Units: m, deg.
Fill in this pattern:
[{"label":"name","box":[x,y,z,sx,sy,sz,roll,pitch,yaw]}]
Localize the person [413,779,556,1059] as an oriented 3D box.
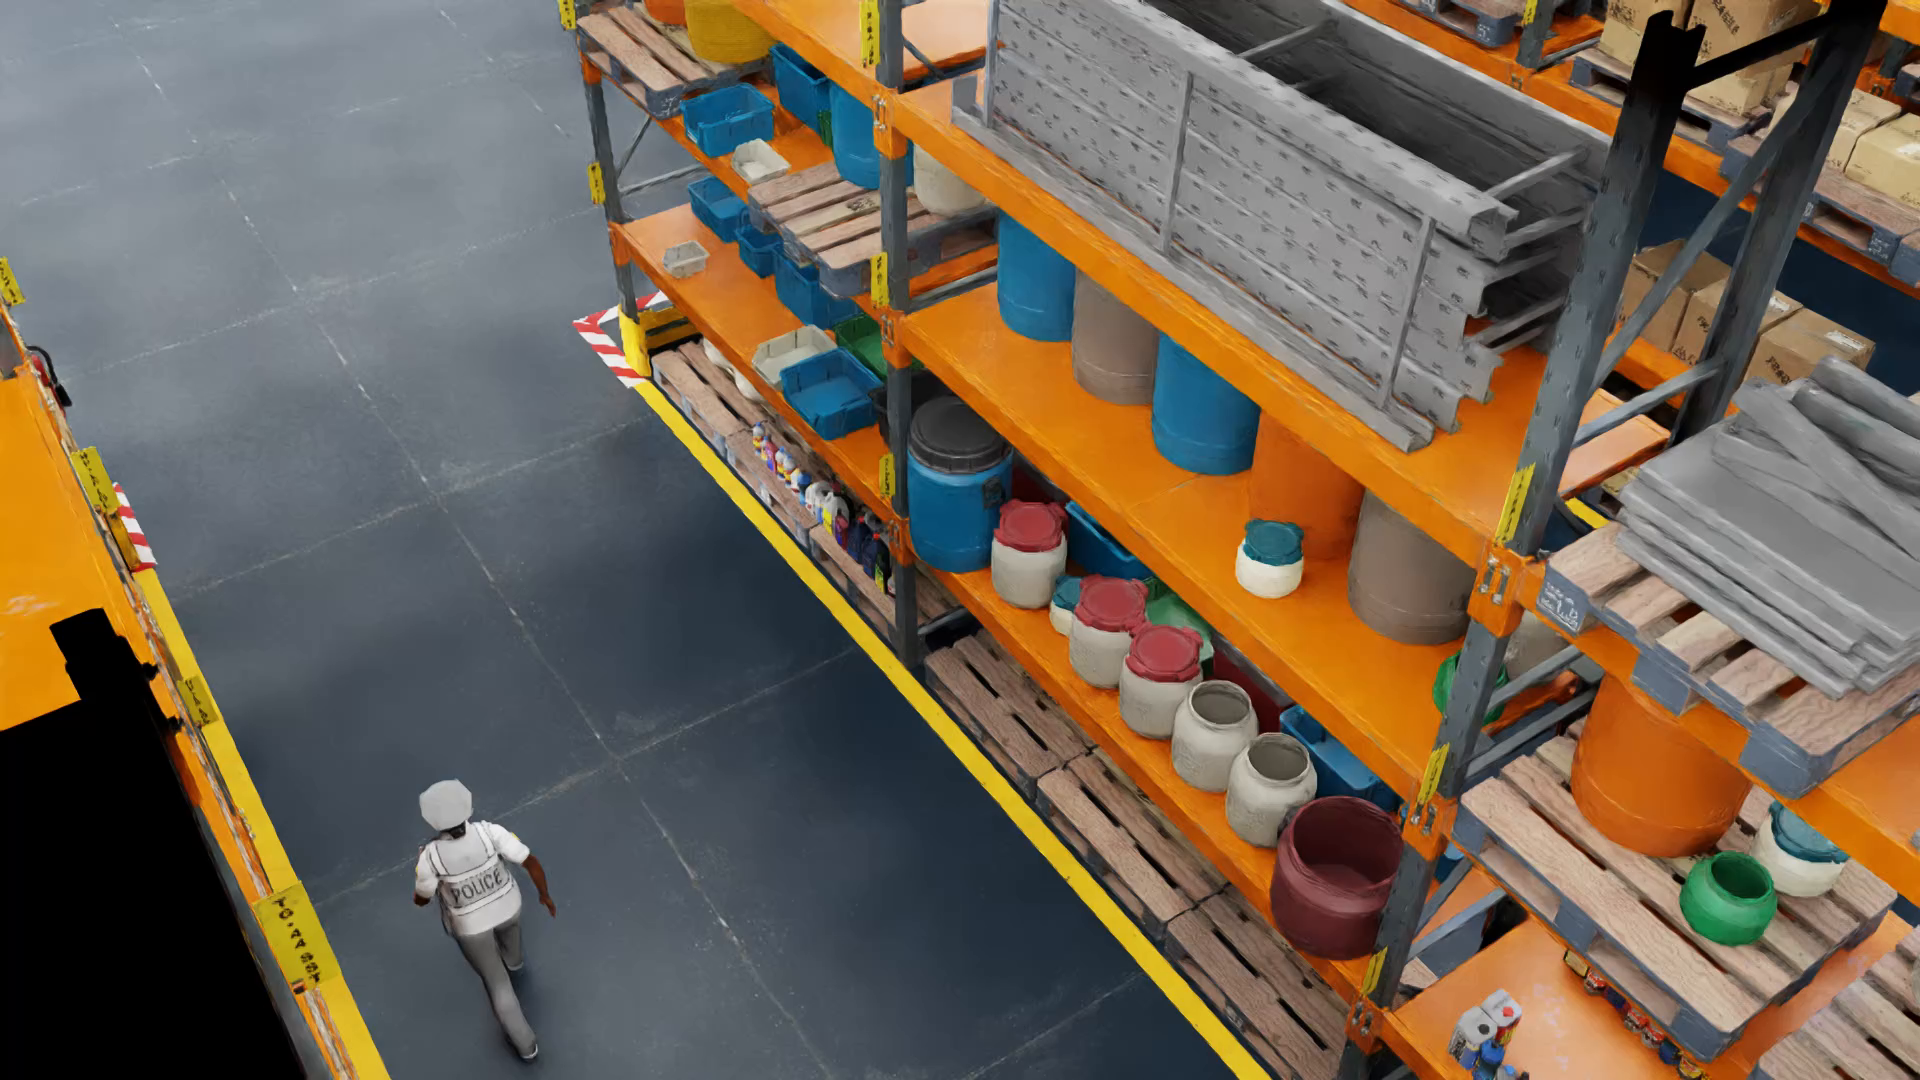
[{"label":"person","box":[-2.438,1.883,8.524,0.601,1.609,0.848,-27,49,-26]}]
